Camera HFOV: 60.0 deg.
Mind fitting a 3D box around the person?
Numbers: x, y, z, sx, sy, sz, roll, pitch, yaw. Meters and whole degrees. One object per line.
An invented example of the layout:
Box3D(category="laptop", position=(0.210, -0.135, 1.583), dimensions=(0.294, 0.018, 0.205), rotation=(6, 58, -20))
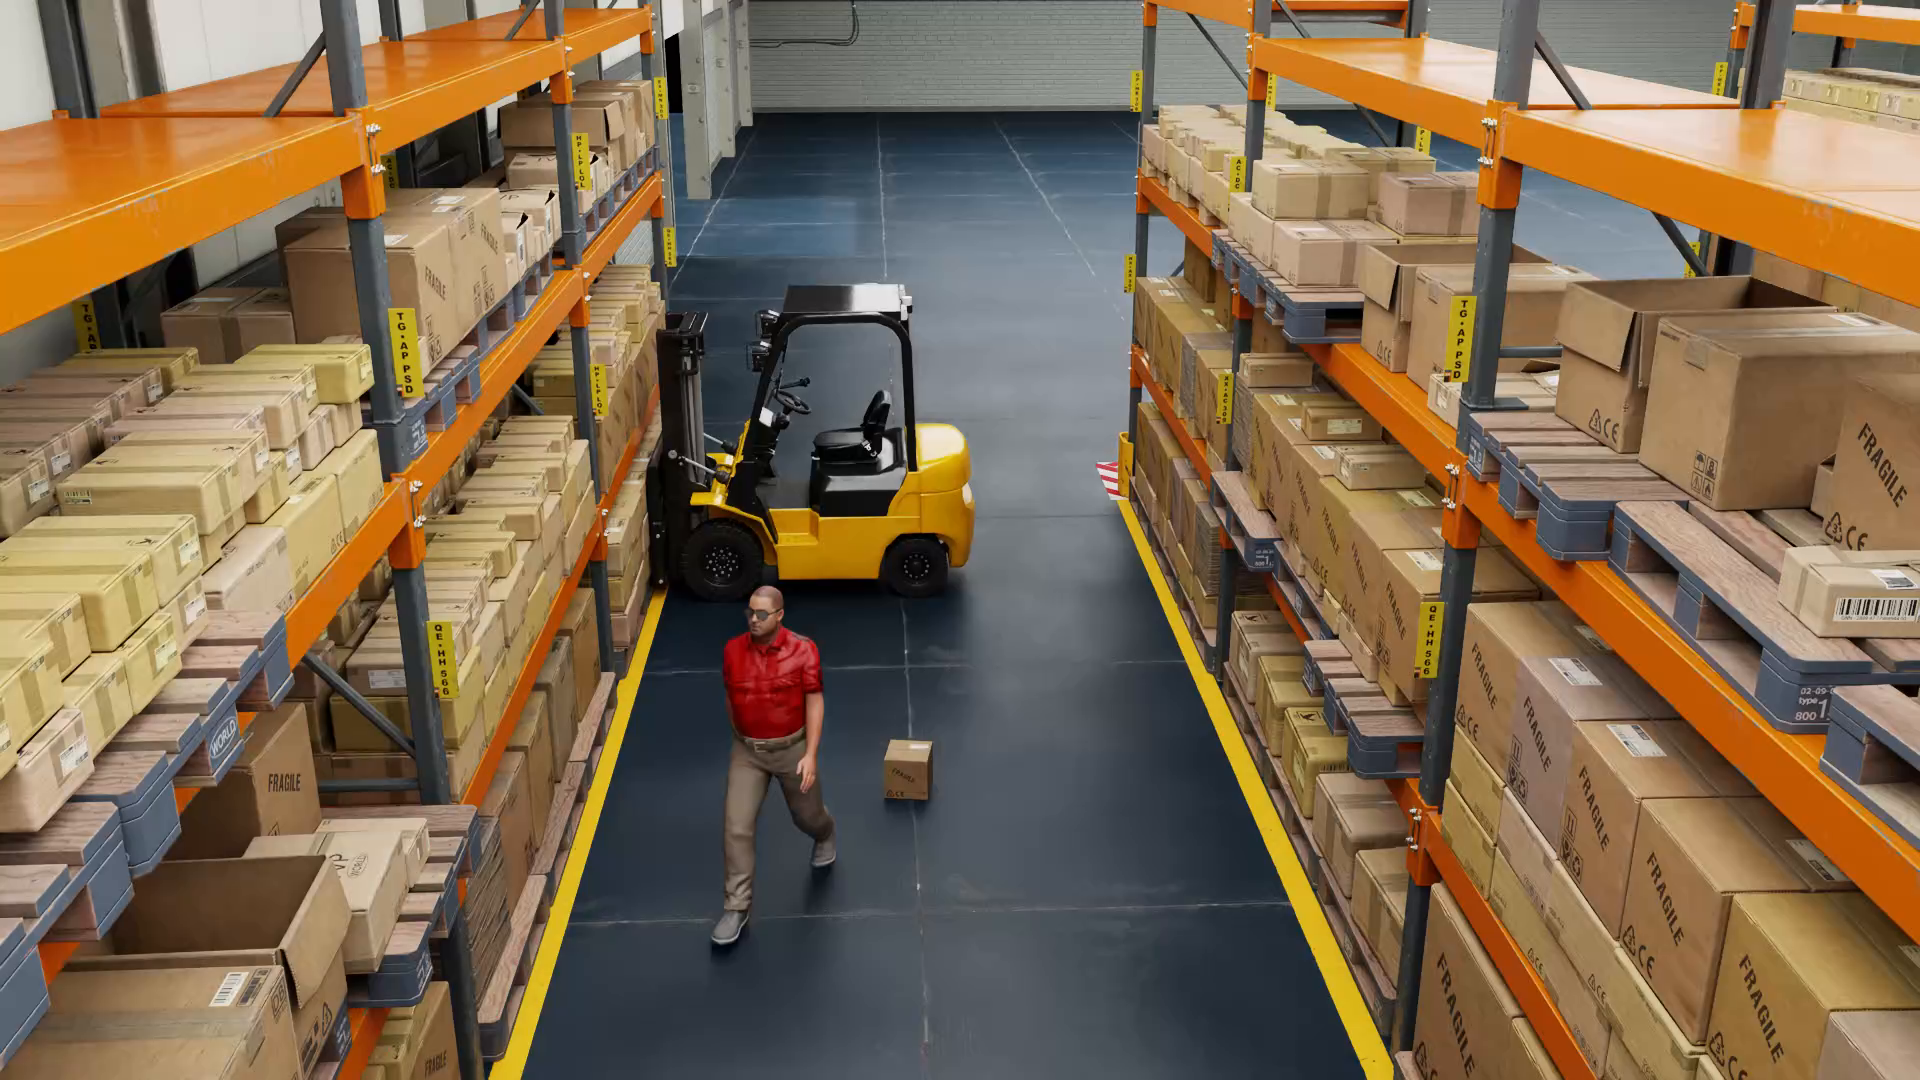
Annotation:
Box3D(category="person", position=(-0.936, 1.058, 8.250), dimensions=(0.534, 1.670, 0.996), rotation=(2, 20, 5))
